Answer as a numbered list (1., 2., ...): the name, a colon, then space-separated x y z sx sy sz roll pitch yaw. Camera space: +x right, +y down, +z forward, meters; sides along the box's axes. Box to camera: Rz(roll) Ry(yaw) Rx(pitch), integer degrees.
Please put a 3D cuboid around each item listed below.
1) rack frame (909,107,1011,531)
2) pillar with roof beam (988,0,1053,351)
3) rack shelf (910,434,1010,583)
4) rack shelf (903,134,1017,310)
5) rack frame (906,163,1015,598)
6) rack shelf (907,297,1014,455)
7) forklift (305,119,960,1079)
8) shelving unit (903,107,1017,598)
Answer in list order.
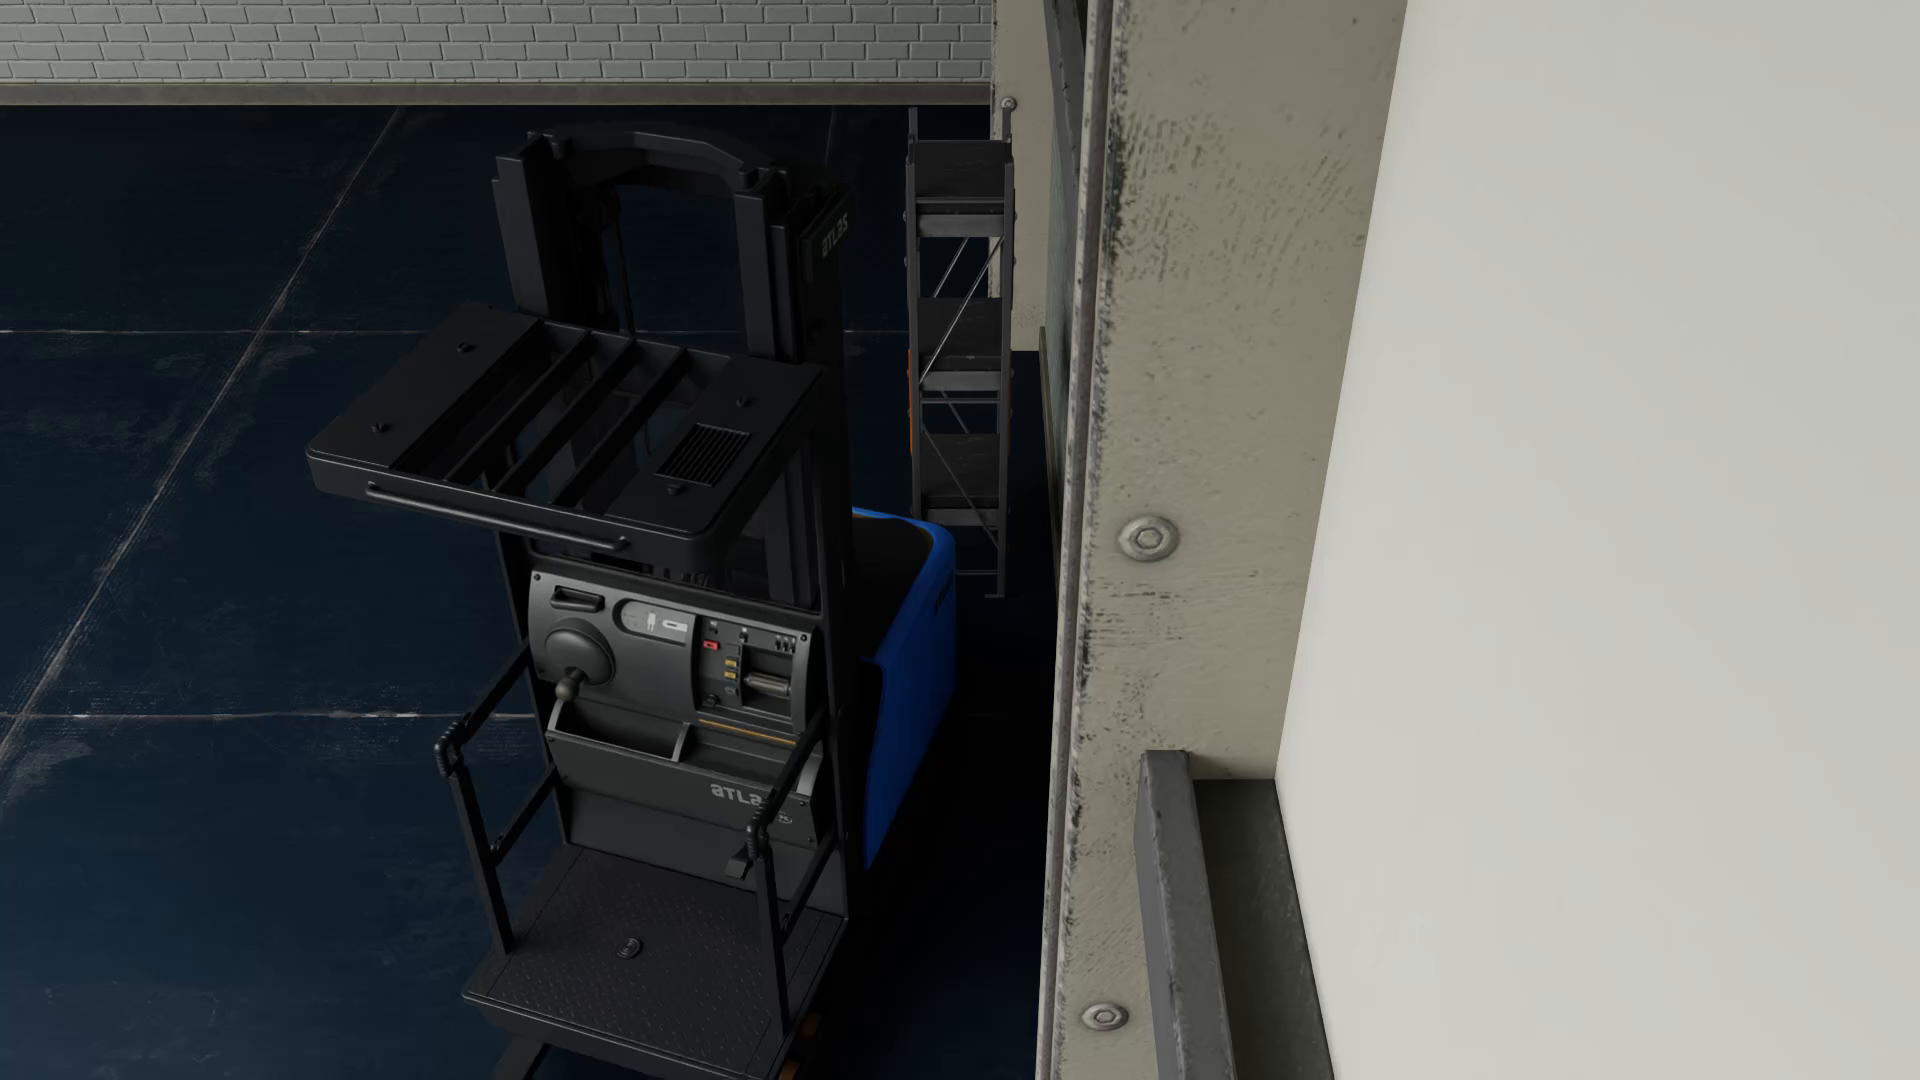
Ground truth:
1. rack frame: 0.000 -0.868 7.155 0.400 2.100 0.015 0 39 0
2. pillar with roof beam: -3.994 -4.662 6.372 9.100 9.000 0.400 0 39 0
3. rack shelf: 0.000 -0.159 7.410 0.431 0.518 0.480 0 39 0
4. rack shelf: 0.000 -1.251 6.535 0.431 0.518 0.480 0 39 0
5. rack frame: 0.000 -0.563 6.774 0.400 2.100 0.015 0 39 0
6. rack shelf: 0.000 -0.705 6.973 0.431 0.518 0.480 0 39 0
7. forklift: -0.948 0.424 4.877 1.130 2.935 3.031 12 40 14
8. shelving unit: 0.000 -0.716 6.964 0.431 2.100 0.503 0 39 0
